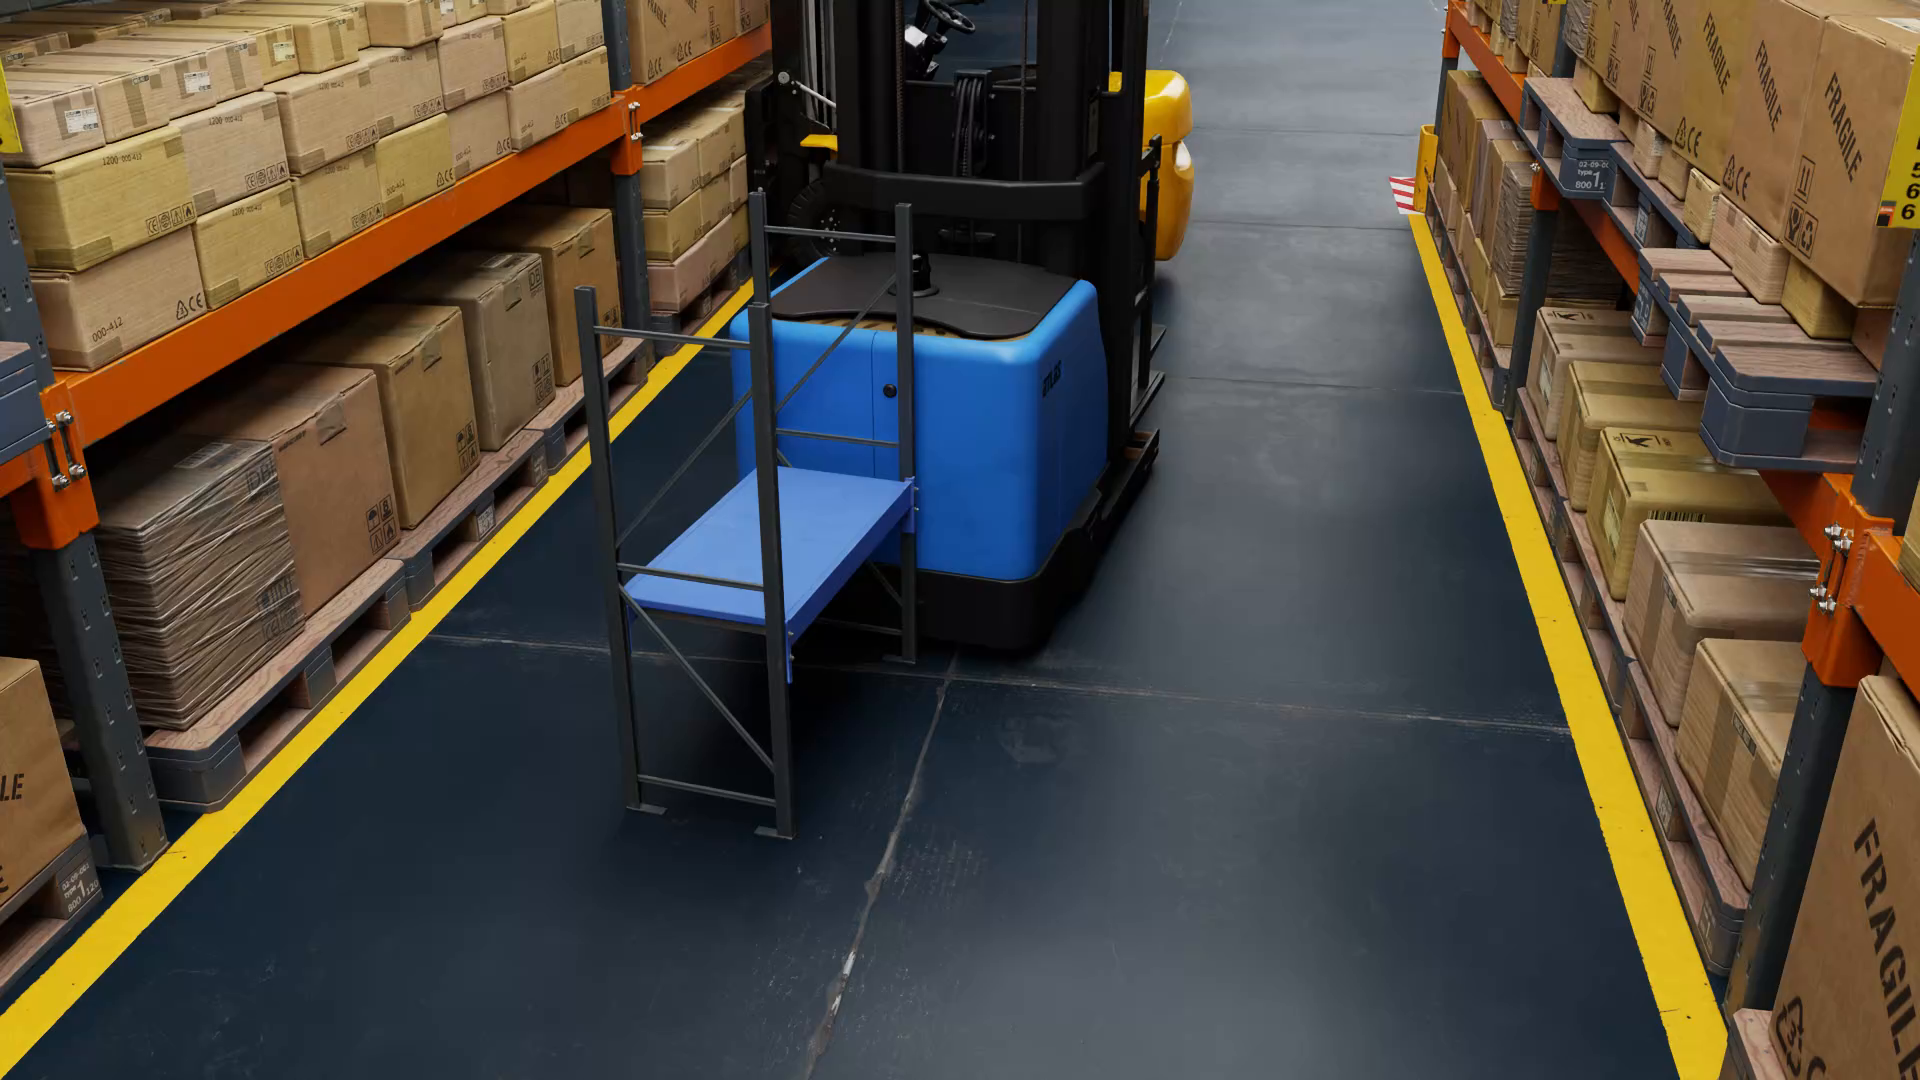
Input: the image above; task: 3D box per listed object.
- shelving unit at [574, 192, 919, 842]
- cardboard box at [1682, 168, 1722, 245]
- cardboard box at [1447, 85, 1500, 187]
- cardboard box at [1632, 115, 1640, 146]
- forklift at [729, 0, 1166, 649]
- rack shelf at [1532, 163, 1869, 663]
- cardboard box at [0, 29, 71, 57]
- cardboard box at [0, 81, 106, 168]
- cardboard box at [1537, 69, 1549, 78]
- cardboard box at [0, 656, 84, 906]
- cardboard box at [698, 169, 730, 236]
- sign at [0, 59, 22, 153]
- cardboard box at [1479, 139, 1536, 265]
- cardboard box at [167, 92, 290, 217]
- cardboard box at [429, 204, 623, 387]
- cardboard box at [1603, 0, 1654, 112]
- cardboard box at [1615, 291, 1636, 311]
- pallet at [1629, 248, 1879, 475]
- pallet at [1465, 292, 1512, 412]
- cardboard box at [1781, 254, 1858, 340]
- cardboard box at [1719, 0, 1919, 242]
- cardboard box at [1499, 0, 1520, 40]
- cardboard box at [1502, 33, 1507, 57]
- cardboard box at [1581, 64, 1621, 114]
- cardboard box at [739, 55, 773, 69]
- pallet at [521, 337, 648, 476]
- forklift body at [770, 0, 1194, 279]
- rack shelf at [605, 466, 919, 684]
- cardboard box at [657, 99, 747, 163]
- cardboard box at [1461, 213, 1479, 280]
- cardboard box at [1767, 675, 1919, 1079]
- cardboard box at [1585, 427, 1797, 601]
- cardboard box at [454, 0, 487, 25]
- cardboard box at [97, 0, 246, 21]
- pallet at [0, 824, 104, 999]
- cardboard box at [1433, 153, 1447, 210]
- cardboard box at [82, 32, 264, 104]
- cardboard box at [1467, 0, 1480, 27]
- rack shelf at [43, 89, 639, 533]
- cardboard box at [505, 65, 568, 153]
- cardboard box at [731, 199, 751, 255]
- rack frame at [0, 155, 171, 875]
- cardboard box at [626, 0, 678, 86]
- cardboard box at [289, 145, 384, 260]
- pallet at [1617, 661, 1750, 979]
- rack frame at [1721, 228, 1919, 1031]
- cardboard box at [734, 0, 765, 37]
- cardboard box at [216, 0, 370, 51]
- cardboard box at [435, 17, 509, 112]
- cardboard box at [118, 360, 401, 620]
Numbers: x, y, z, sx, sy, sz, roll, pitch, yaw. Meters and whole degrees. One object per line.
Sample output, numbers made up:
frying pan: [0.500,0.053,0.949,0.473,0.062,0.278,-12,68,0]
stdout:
shelving unit: [-0.534,-0.106,4.706,0.538,1.500,1.048,8,26,16]
cardboard box: [2.137,-0.873,4.379,0.380,0.149,0.250,4,25,9]
cardboard box: [3.085,-2.280,9.447,0.500,0.500,0.500,3,25,7]
cardboard box: [2.372,-1.302,5.294,0.380,0.149,0.250,4,25,9]
forklift: [0.191,-1.579,6.166,1.130,2.935,3.031,8,26,16]
rack shelf: [2.593,-0.708,5.073,1.077,0.370,4.000,4,25,9]
cardboard box: [-2.771,-1.357,4.729,0.380,0.149,0.250,4,25,7]
cardboard box: [-2.288,-0.992,3.947,0.380,0.149,0.250,5,26,10]
cardboard box: [2.672,-1.912,7.093,0.380,0.149,0.250,4,25,8]
cardboard box: [-2.488,0.594,3.896,0.500,0.500,0.500,5,26,10]
cardboard box: [-1.513,-1.776,8.663,0.500,0.250,0.500,4,25,8]
sign: [-2.094,-0.994,3.564,0.100,0.325,0.005,4,25,9]
cardboard box: [2.833,-1.634,8.065,0.500,0.500,0.500,4,25,9]
cardboard box: [-2.235,-1.076,4.598,0.500,0.250,0.500,5,26,10]
cardboard box: [-2.052,-1.108,7.385,0.875,0.625,0.625,5,26,11]
cardboard box: [2.385,-1.649,5.270,0.500,0.500,0.500,4,25,8]
cardboard box: [3.283,-1.043,7.688,0.500,0.250,0.500,3,25,6]
pallet: [2.278,-0.416,3.826,1.213,0.211,1.003,4,25,9]
pallet: [2.995,-0.891,7.904,1.003,0.211,1.213,4,25,9]
cardboard box: [2.060,-0.544,3.675,0.380,0.149,0.250,4,25,9]
cardboard box: [2.140,-0.994,3.871,0.500,0.500,0.500,4,25,8]
cardboard box: [2.905,-2.686,7.982,0.500,0.500,0.500,5,25,10]
cardboard box: [2.906,-2.442,8.225,0.380,0.149,0.250,4,25,8]
cardboard box: [2.469,-1.633,6.002,0.380,0.149,0.250,5,25,10]
cardboard box: [-1.169,-2.855,10.380,0.500,0.250,0.500,4,25,9]
pallet: [-2.059,-0.639,7.366,1.003,0.211,1.213,4,25,9]
forklift body: [0.166,-2.582,9.228,2.313,2.155,1.214,4,25,9]
rack shelf: [-0.534,0.057,4.783,0.538,0.185,1.000,8,26,16]
cardboard box: [-1.425,-2.213,9.008,0.500,0.250,0.500,5,26,10]
cardboard box: [2.916,-1.517,8.700,0.500,0.250,0.500,4,25,9]
cardboard box: [2.072,0.858,2.890,0.875,0.875,0.875,4,25,8]
cardboard box: [2.611,-0.059,5.442,0.950,0.372,0.625,5,26,10]
cardboard box: [-1.947,-1.961,6.018,0.380,0.149,0.250,3,25,7]
cardboard box: [-2.546,-1.672,5.401,0.380,0.149,0.250,5,25,10]
pallet: [-2.790,1.033,3.794,1.003,0.211,1.213,4,25,9]
cardboard box: [3.169,-2.170,10.095,0.500,0.250,0.500,4,25,8]
cardboard box: [-2.199,-1.323,4.654,0.380,0.149,0.250,4,25,9]
cardboard box: [3.077,-2.987,9.389,0.380,0.149,0.250,4,25,9]
rack shelf: [-2.304,-1.050,5.804,1.077,0.370,4.000,4,25,9]
cardboard box: [-1.878,-1.705,6.531,0.500,0.250,0.500,4,25,8]
cardboard box: [-1.435,-1.766,9.233,0.500,0.250,0.500,4,25,9]
rack frame: [-2.631,-0.540,3.864,1.000,3.000,0.127,4,25,9]
cardboard box: [-1.647,-2.425,7.775,0.500,0.500,0.500,3,25,7]
cardboard box: [-2.153,-1.066,5.167,0.500,0.250,0.500,3,25,7]
pallet: [2.396,0.739,4.422,1.003,0.211,1.213,4,25,9]
rack frame: [2.266,-0.197,3.133,1.000,3.000,0.127,4,25,9]
cardboard box: [-1.394,-3.065,9.142,0.500,0.500,0.500,4,25,9]
cardboard box: [-2.141,-1.648,5.348,0.380,0.149,0.250,4,25,9]
cardboard box: [-1.972,-1.719,5.971,0.500,0.250,0.500,5,25,10]
cardboard box: [-2.417,-0.188,5.419,0.875,0.625,0.625,5,26,10]
